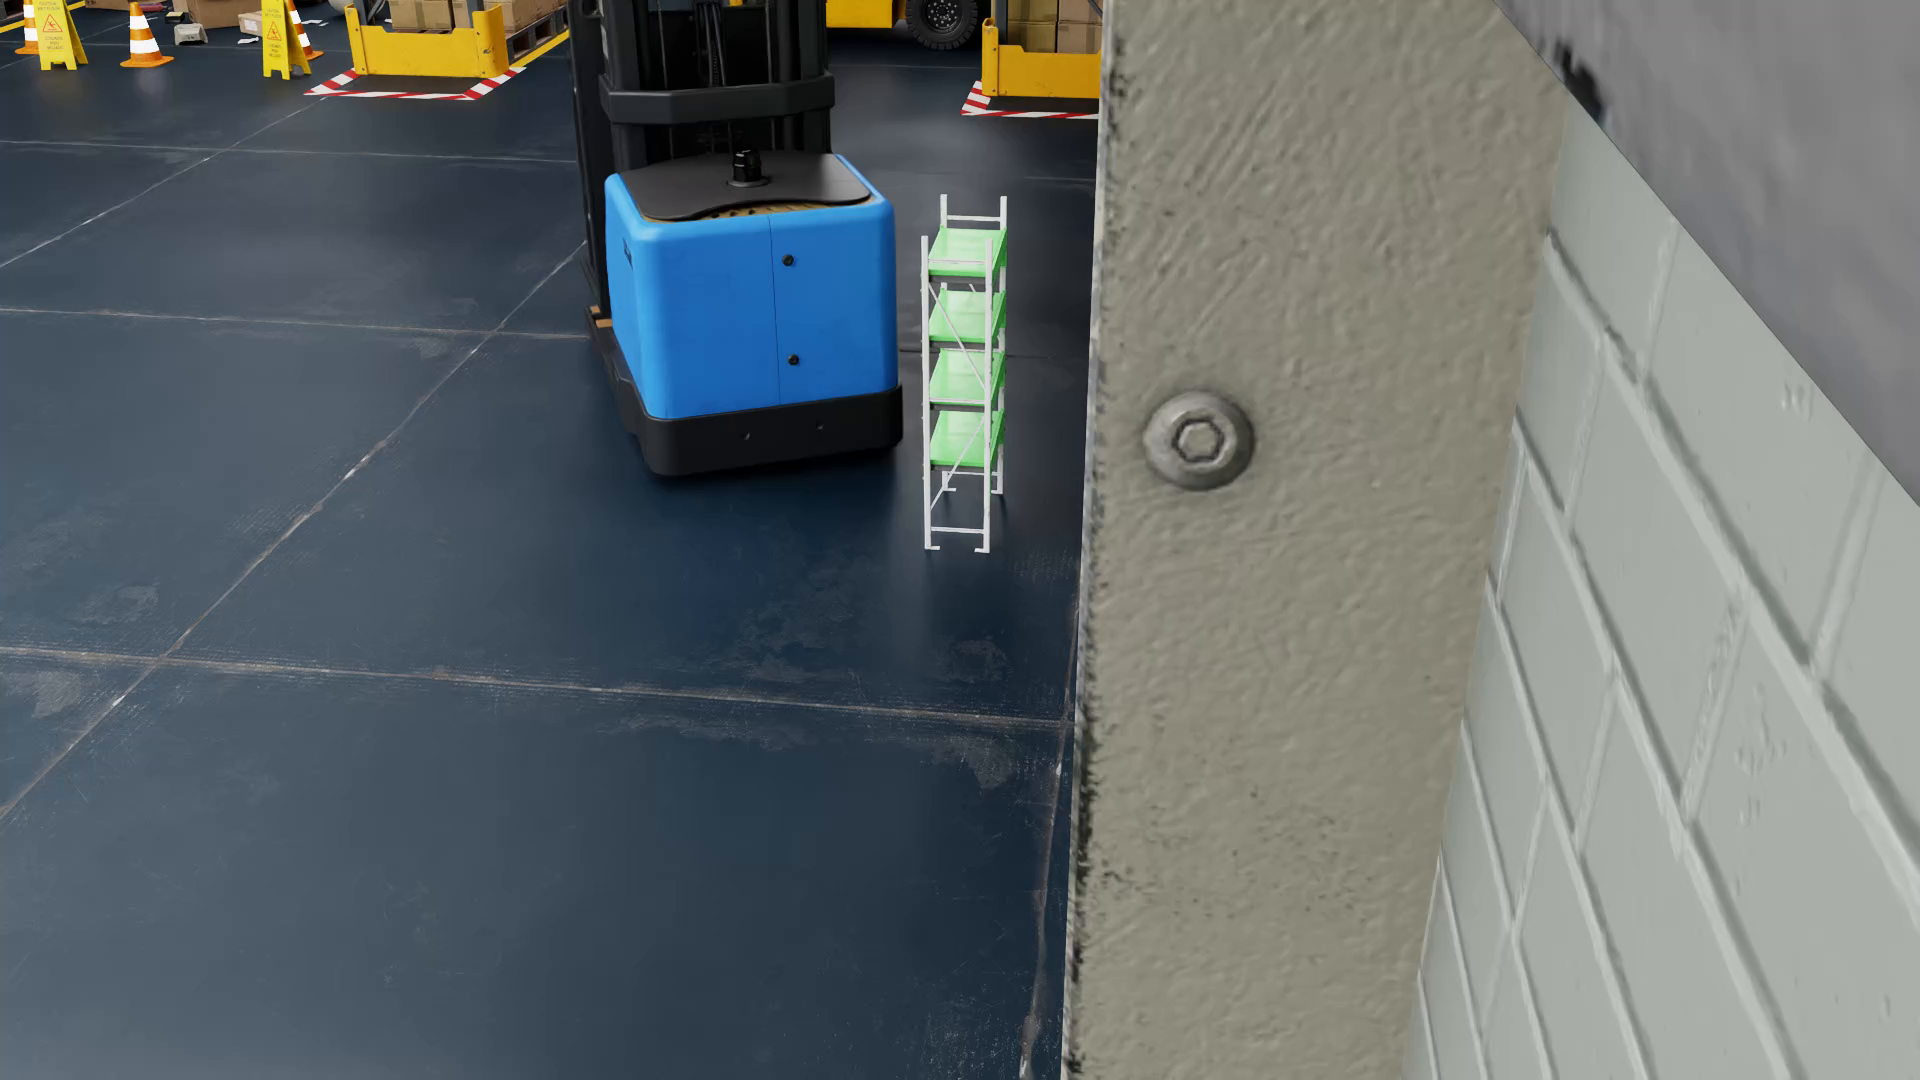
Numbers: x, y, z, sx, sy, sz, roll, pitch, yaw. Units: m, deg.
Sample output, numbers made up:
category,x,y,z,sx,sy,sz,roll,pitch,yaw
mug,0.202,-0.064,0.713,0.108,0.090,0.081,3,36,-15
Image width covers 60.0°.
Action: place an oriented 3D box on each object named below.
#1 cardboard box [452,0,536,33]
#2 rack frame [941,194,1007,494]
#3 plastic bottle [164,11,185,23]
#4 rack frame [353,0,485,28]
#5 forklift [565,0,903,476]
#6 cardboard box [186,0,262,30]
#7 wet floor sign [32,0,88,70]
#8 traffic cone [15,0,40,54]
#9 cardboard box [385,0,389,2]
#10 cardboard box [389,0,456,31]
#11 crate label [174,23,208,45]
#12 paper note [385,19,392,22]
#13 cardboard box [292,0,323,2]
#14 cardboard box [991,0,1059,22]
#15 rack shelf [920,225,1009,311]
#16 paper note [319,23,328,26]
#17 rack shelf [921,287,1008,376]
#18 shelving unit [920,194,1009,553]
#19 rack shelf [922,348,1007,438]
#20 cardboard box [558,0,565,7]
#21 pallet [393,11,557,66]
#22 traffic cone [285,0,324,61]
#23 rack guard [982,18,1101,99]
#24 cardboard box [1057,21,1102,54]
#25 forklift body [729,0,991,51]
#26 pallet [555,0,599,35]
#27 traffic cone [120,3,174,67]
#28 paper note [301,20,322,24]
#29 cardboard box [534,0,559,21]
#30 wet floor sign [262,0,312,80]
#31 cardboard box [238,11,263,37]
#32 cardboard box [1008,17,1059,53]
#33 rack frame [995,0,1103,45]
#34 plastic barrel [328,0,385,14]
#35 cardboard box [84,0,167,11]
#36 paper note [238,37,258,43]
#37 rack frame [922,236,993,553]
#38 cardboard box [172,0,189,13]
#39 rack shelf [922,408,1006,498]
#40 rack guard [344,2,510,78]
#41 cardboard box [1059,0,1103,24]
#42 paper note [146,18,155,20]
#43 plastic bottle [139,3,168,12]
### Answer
category,x,y,z,sx,sy,sz,roll,pitch,yaw
cardboard box,-3.793,-4.319,13.560,0.500,0.250,0.500,3,28,6
rack frame,0.050,-0.721,6.323,0.240,1.200,0.015,3,28,6
plastic bottle,-7.019,-4.683,14.877,0.133,0.061,0.283,-6,29,-11
rack frame,-4.166,-4.981,12.333,1.000,3.000,0.127,3,28,6
forklift,-1.184,-2.225,7.290,1.130,2.935,3.031,-9,30,-16
cardboard box,-6.463,-4.856,14.733,0.797,0.503,0.637,-17,33,-29
wet floor sign,-7.130,-4.056,13.098,0.267,0.644,0.232,-1,28,-3
traffic cone,-7.617,-4.272,13.691,0.336,0.463,0.334,3,28,6
cardboard box,-5.158,-5.339,15.631,0.500,0.500,0.500,-24,36,-37
cardboard box,-4.331,-4.363,13.642,0.500,0.250,0.500,3,28,6
crate label,-6.502,-4.276,14.043,0.250,0.136,0.298,-11,30,-20
paper note,-5.058,-4.639,14.829,0.142,0.019,0.148,-6,29,-11
cardboard box,-6.357,-5.356,15.518,0.797,0.637,0.503,3,28,6
cardboard box,0.510,-4.136,12.694,0.500,0.250,0.500,3,28,6
rack shelf,0.020,-0.972,5.913,0.258,0.148,0.480,3,28,6
paper note,-5.625,-4.563,14.708,0.032,0.001,0.123,3,28,6
rack shelf,0.020,-0.761,6.027,0.258,0.148,0.480,3,28,6
shelving unit,0.020,-0.606,6.110,0.258,1.200,0.503,3,28,6
rack shelf,0.020,-0.550,6.140,0.258,0.148,0.480,3,28,6
cardboard box,-3.668,-4.816,14.484,0.500,0.250,0.500,5,29,10
pallet,-4.022,-4.169,13.767,1.003,0.211,1.213,3,28,6
traffic cone,-5.394,-4.141,13.449,0.336,0.463,0.334,3,28,6
rack guard,0.758,-3.582,12.373,1.175,0.500,0.348,3,28,6
cardboard box,1.015,-3.888,12.761,0.500,0.250,0.500,3,29,6
forklift body,-0.818,-5.319,13.856,2.313,2.155,1.214,3,28,6
pallet,-3.870,-4.742,14.830,1.003,0.211,1.213,3,28,6
traffic cone,-6.537,-4.046,13.272,0.336,0.463,0.334,3,28,6
paper note,-5.773,-4.620,14.806,0.148,0.019,0.142,14,31,24
cardboard box,-3.723,-4.559,14.006,0.500,0.250,0.500,4,29,8
wet floor sign,-5.251,-3.917,12.841,0.267,0.644,0.232,14,31,24
cardboard box,-6.010,-4.460,14.371,0.380,0.149,0.250,20,34,32
cardboard box,0.505,-3.908,12.798,0.500,0.250,0.500,4,29,7
rack frame,0.761,-4.694,11.801,1.000,3.000,0.127,3,28,6
plastic barrel,-5.416,-4.907,14.912,0.421,0.421,0.512,-24,36,-37
cardboard box,-7.773,-5.214,15.399,0.500,0.500,0.500,8,29,15
paper note,-6.026,-4.234,14.078,0.148,0.019,0.142,-6,29,-11
rack frame,-0.010,-0.491,5.897,0.240,1.200,0.015,3,28,6
cardboard box,-6.984,-4.984,15.221,0.396,0.266,0.258,8,29,15
rack shelf,0.020,-0.339,6.254,0.258,0.148,0.480,3,28,6
rack guard,-4.157,-3.916,12.992,1.175,0.500,0.348,3,28,6
cardboard box,1.024,-4.098,12.623,0.500,0.250,0.500,4,29,7
paper note,-7.258,-4.677,14.921,0.032,0.001,0.123,20,34,32
plastic bottle,-7.409,-4.880,15.244,0.283,0.061,0.133,-6,29,-11
